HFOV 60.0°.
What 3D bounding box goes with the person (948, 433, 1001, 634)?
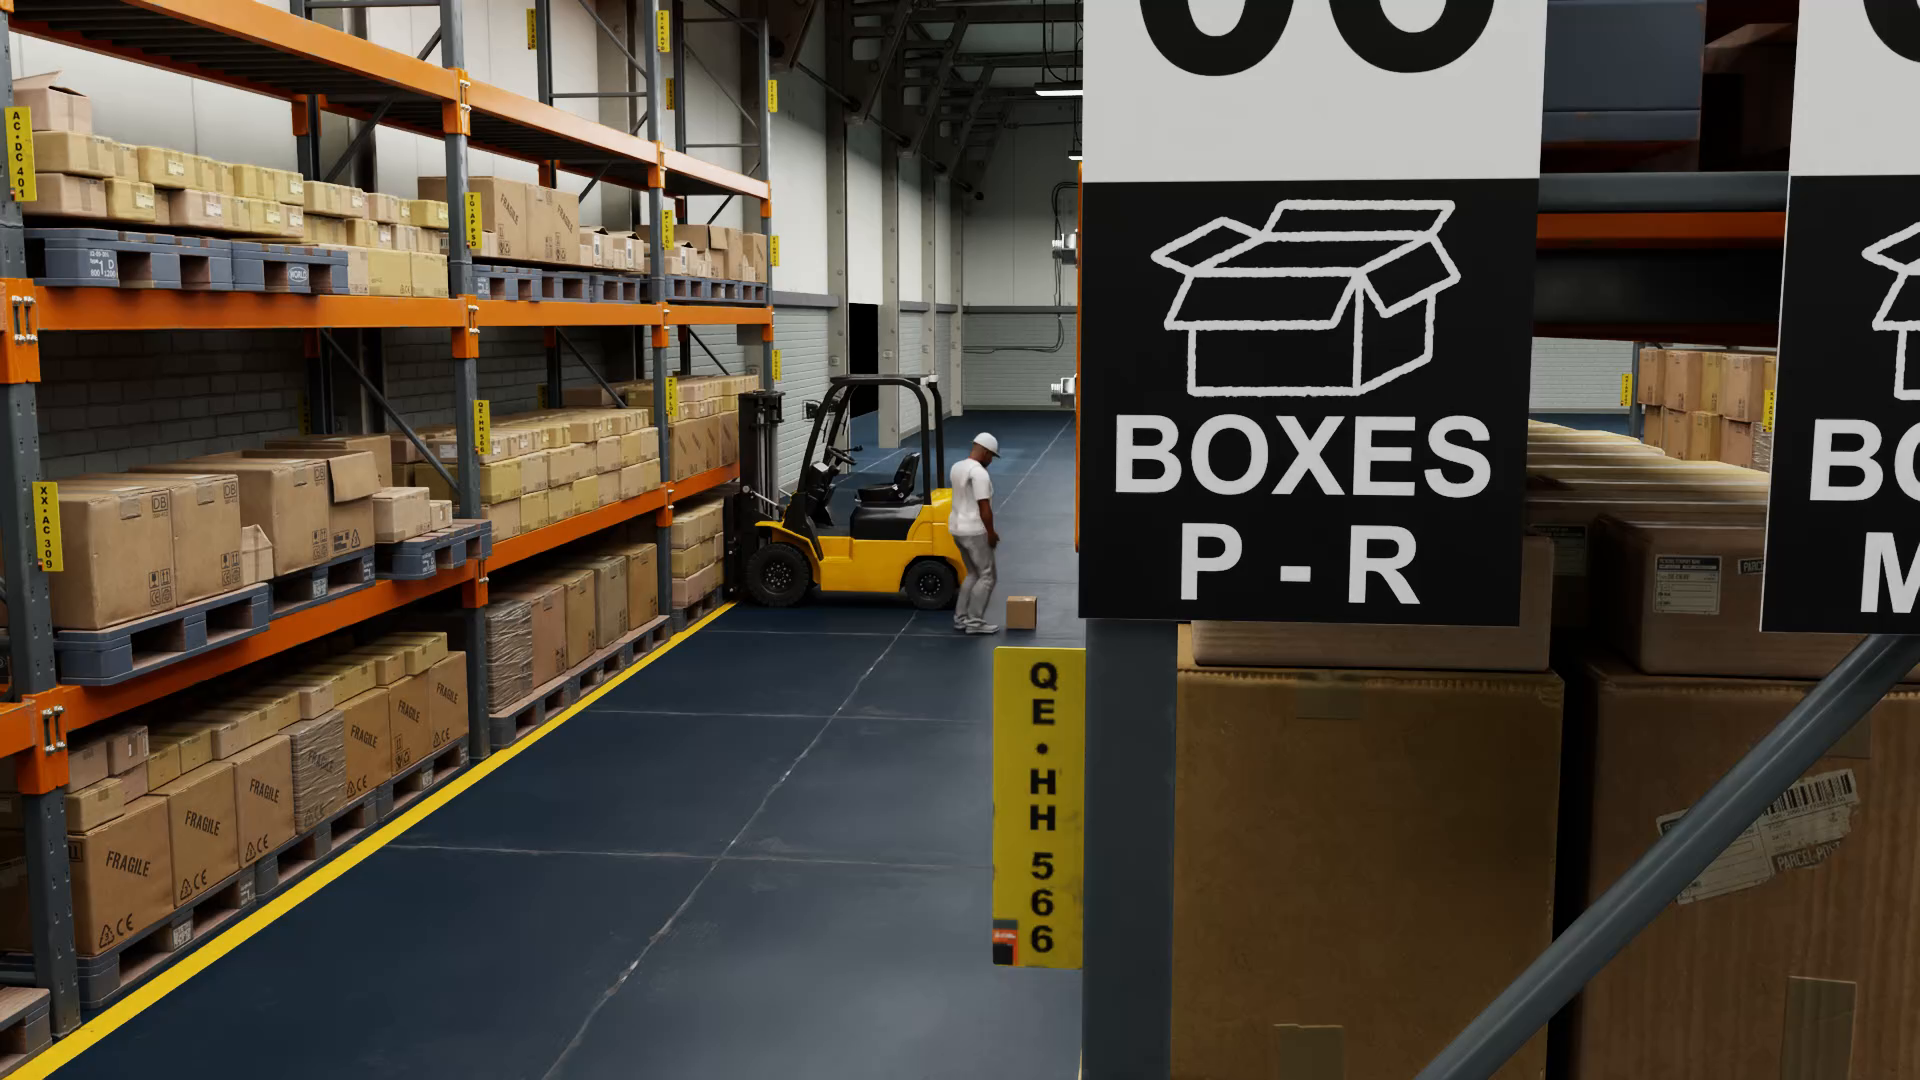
[{"bbox_3d":[0.137,-0.067,14.399,0.453,1.717,0.591,-3,8,-21],"label":"person"}]
